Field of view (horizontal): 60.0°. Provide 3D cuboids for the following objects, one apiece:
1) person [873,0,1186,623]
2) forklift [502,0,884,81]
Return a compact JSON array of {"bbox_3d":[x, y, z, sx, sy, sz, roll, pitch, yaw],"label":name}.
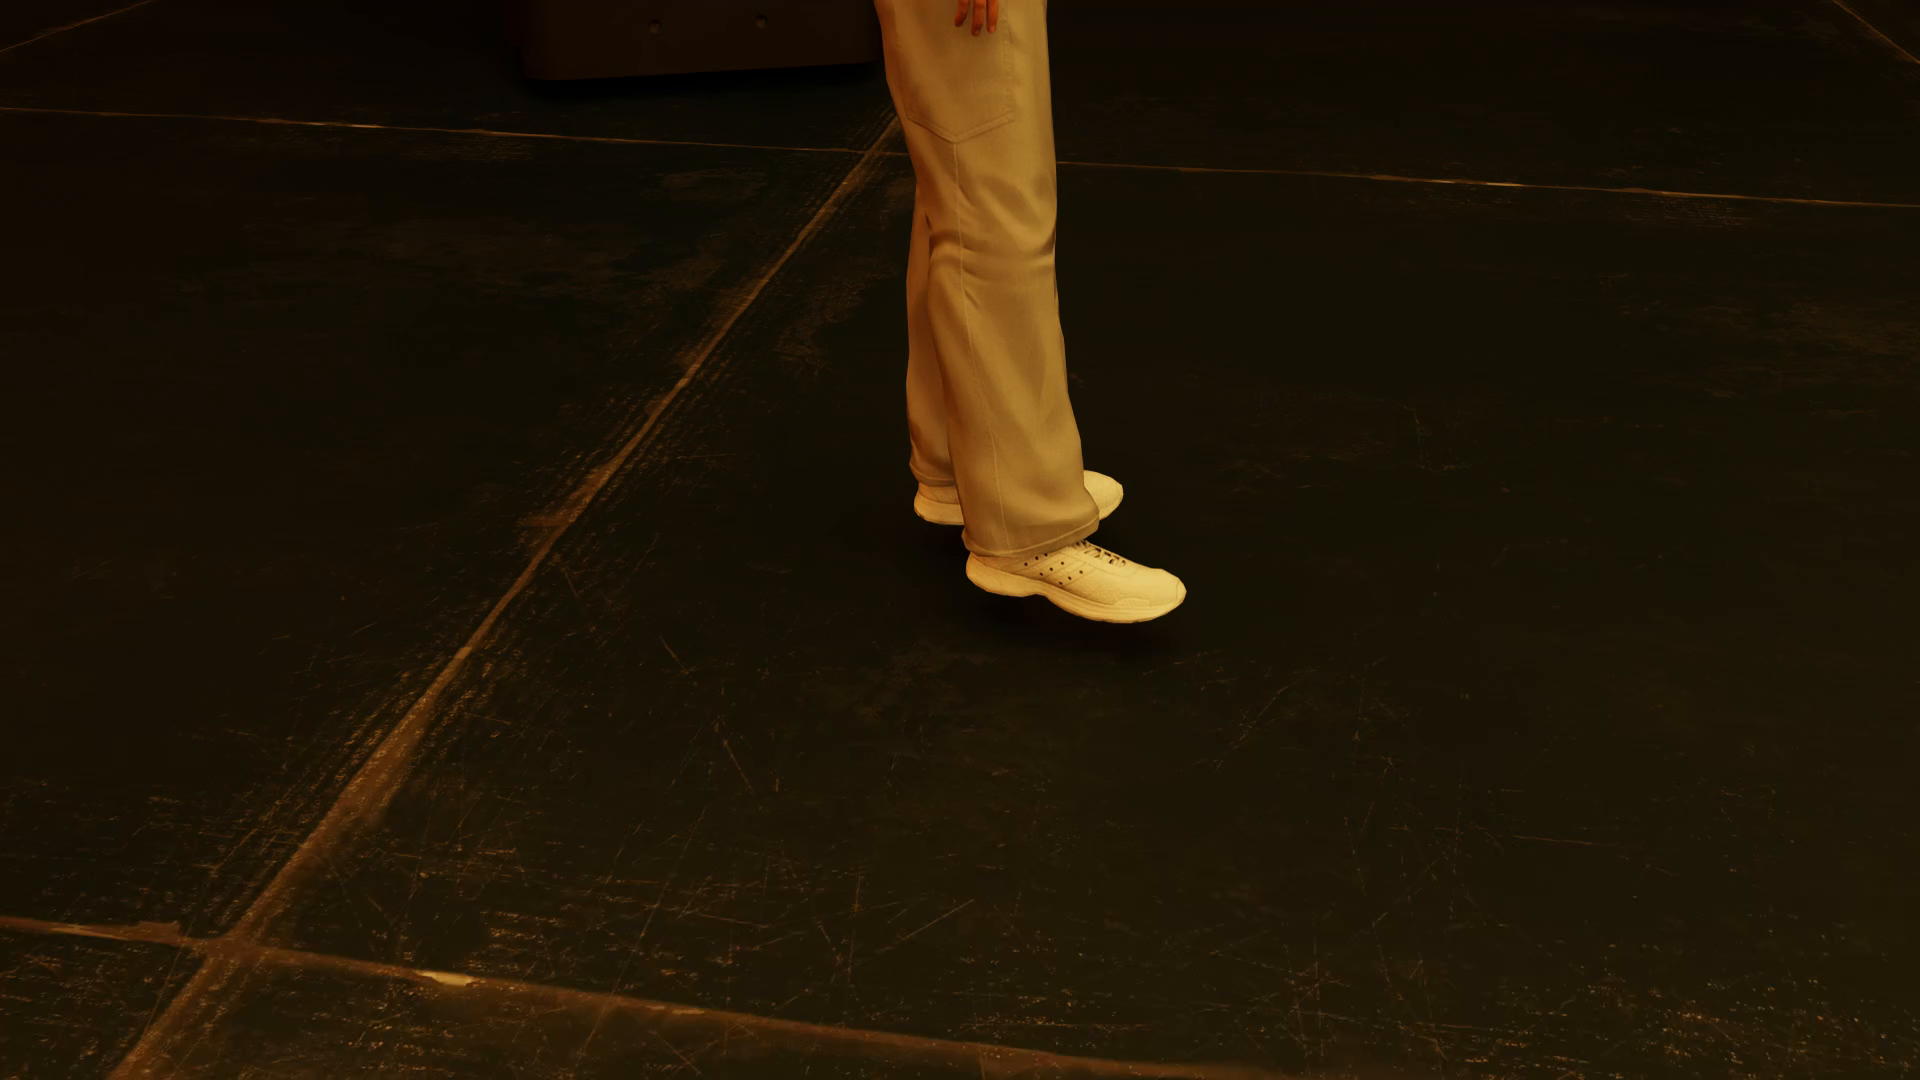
[{"bbox_3d":[0.070,-0.762,2.048,0.549,1.675,0.550,5,29,9],"label":"person"},{"bbox_3d":[-1.077,-3.274,5.384,1.130,2.935,3.031,-7,30,-12],"label":"forklift"}]
